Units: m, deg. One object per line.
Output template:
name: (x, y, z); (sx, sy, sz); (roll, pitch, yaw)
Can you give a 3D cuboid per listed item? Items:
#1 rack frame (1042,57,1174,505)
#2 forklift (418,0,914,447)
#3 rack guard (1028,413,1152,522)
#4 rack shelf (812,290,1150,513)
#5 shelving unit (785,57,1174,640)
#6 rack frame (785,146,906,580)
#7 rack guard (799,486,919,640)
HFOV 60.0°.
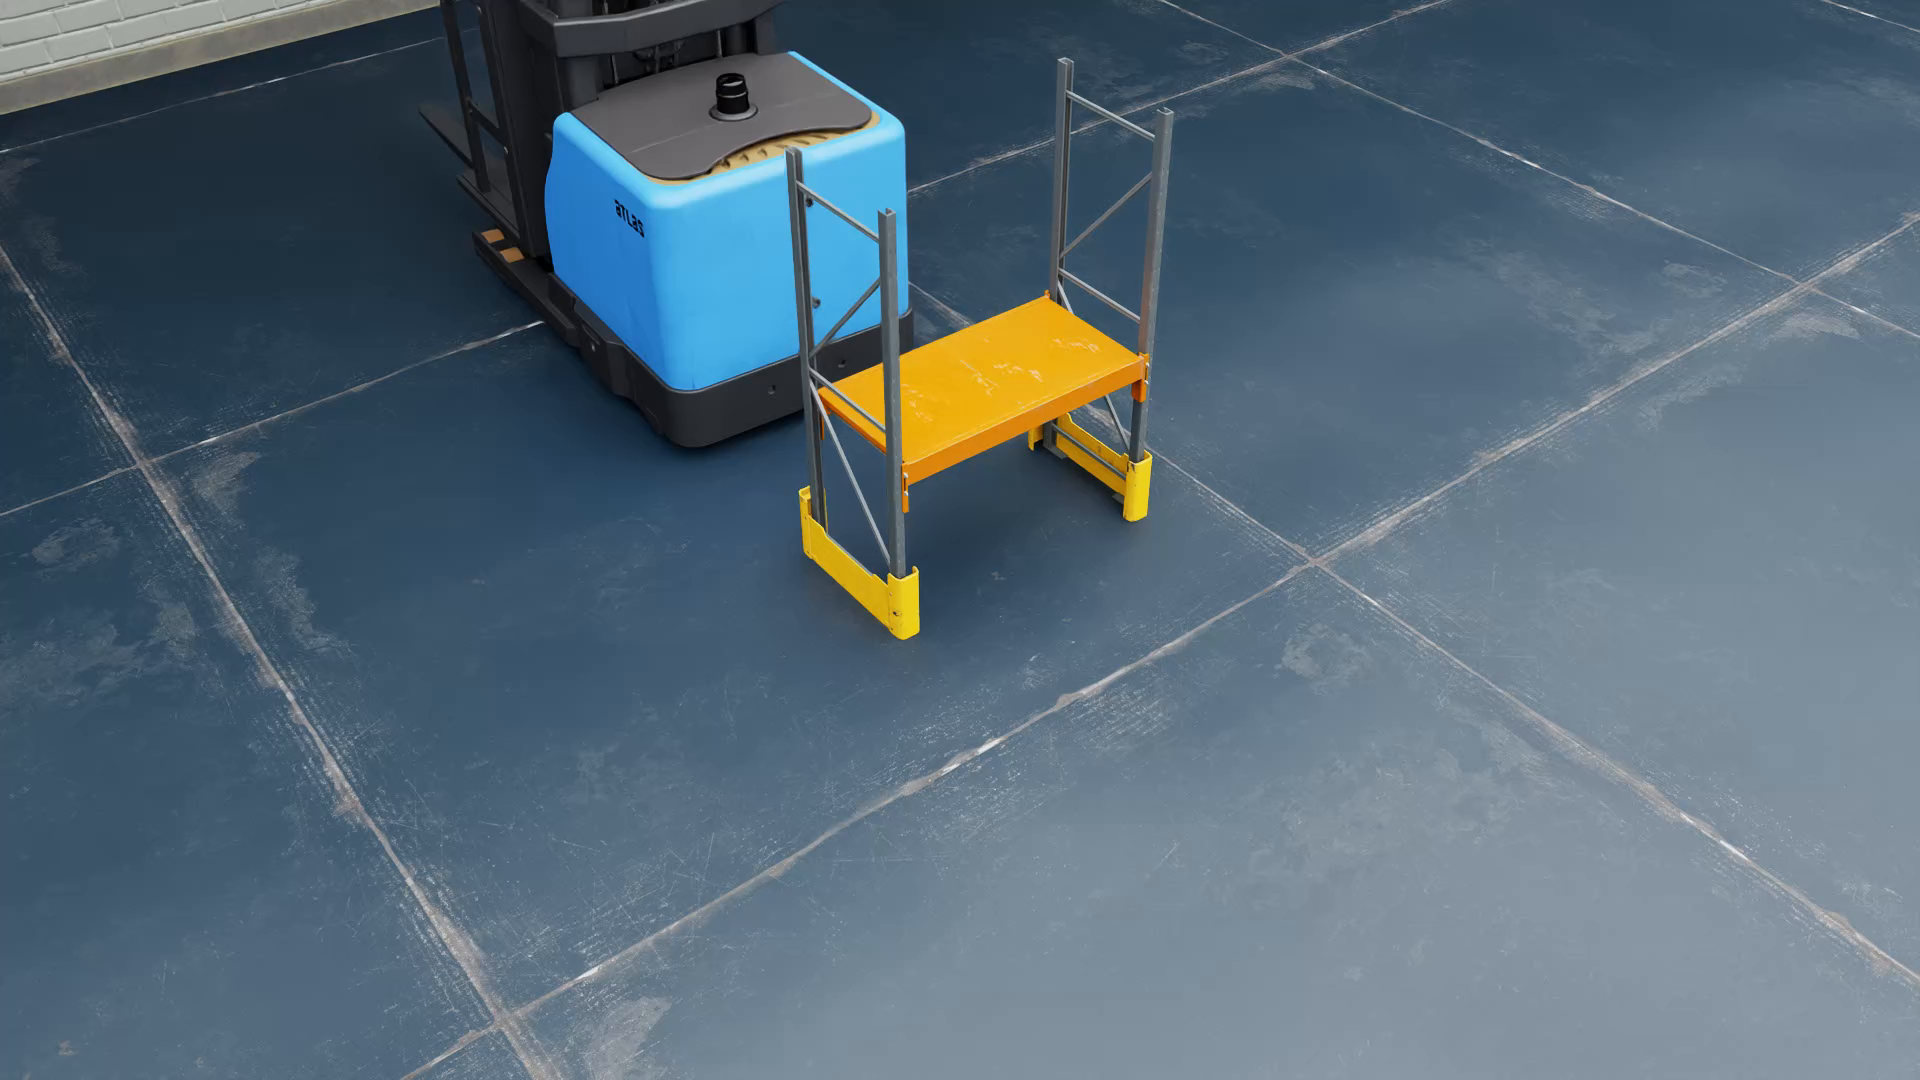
rack frame: (0.471, -0.809, 5.554); (0.032, 1.500, 0.500); (-26, 46, -28)
forklift: (-1.436, -2.364, 6.320); (1.130, 2.935, 3.031); (-24, 45, -26)
rack guard: (0.455, -0.319, 5.941); (0.087, 0.250, 0.587); (-26, 46, -28)
rack shelf: (0.068, -0.474, 5.429); (1.000, 0.185, 0.538); (-26, 46, -28)
shelving unit: (0.060, -0.609, 5.310); (1.083, 1.500, 0.587); (-26, 46, -28)
rack frame: (-0.335, -0.416, 5.075); (0.032, 1.500, 0.500); (-26, 46, -28)
rack guard: (-0.334, 0.066, 5.472); (0.087, 0.250, 0.587); (-26, 46, -28)
